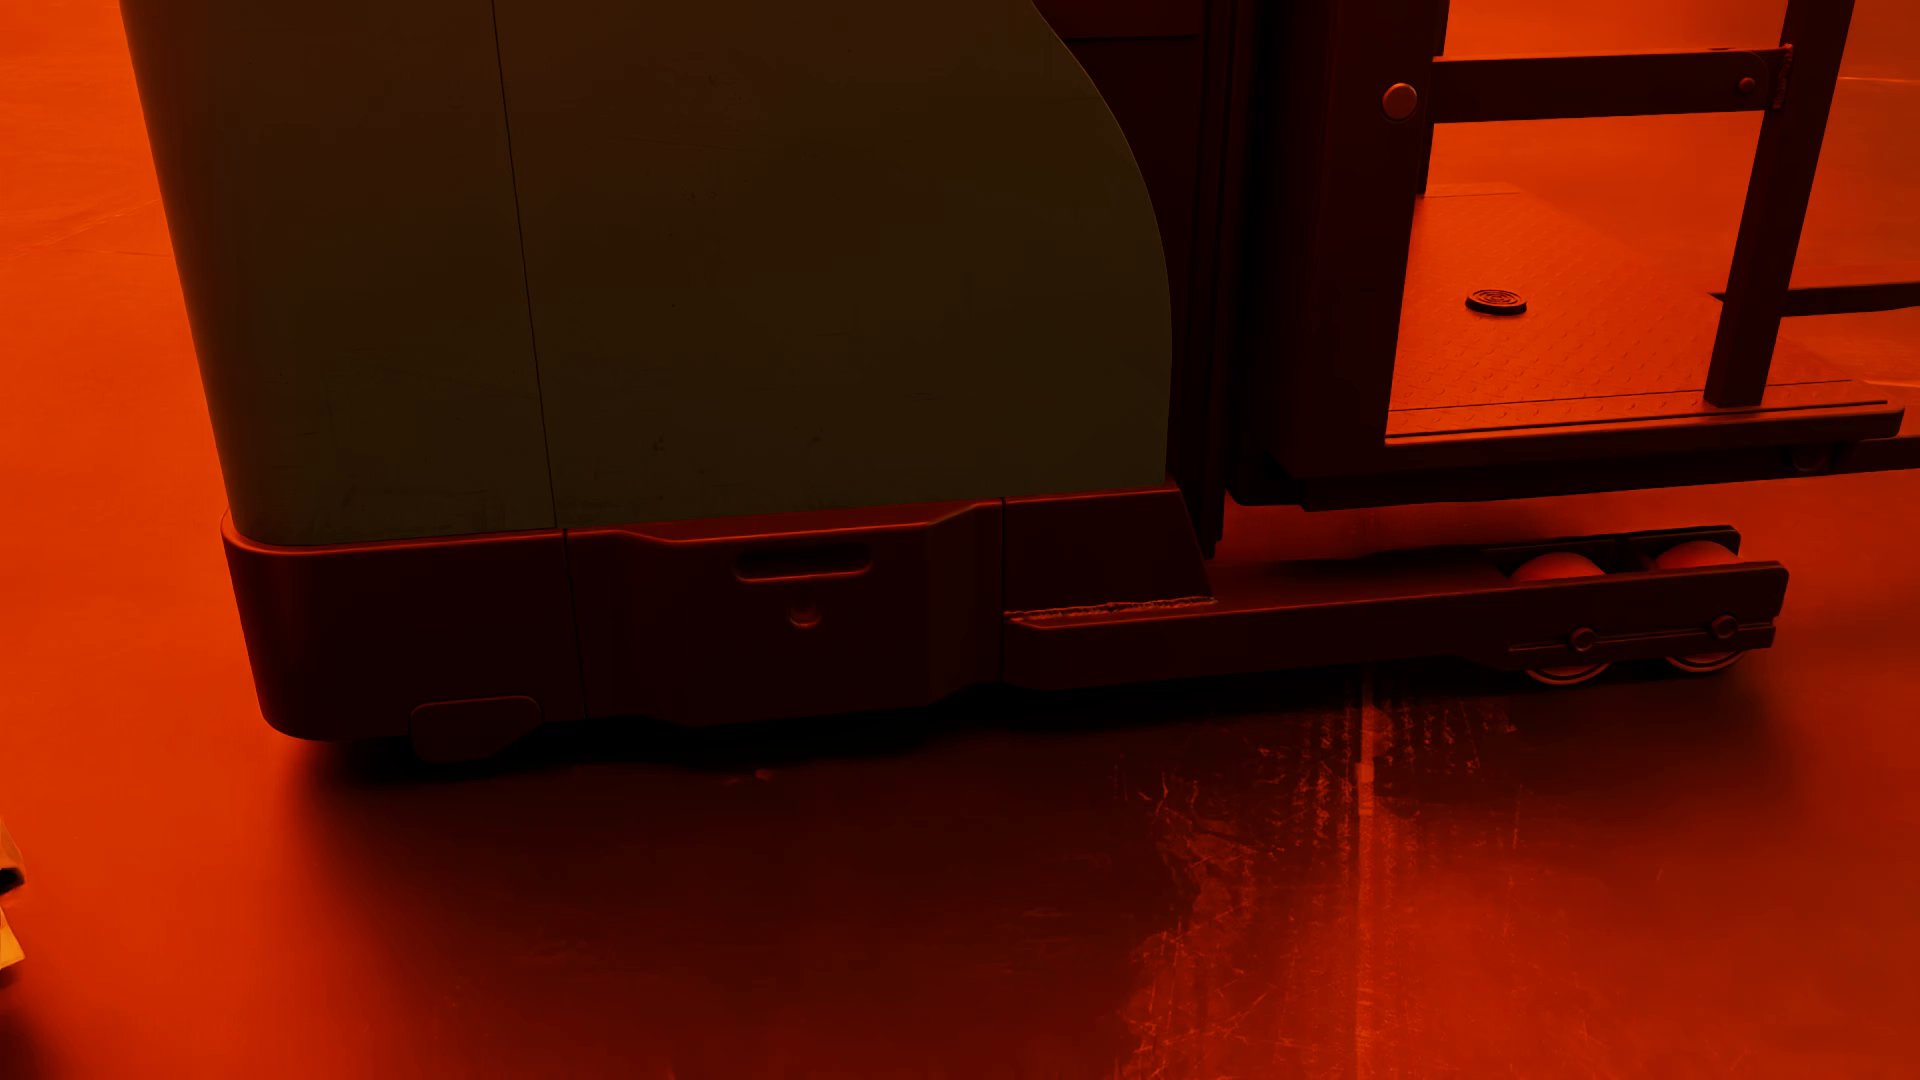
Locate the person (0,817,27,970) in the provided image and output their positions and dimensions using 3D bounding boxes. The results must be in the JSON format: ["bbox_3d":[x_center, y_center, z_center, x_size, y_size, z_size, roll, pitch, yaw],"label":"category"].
[{"bbox_3d":[-1.217,-0.185,1.153,0.781,1.566,0.951,13,29,23],"label":"person"}]

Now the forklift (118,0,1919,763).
[{"bbox_3d":[0.600,-1.354,1.930,3.031,2.935,1.130,-4,27,-9],"label":"forklift"}]
